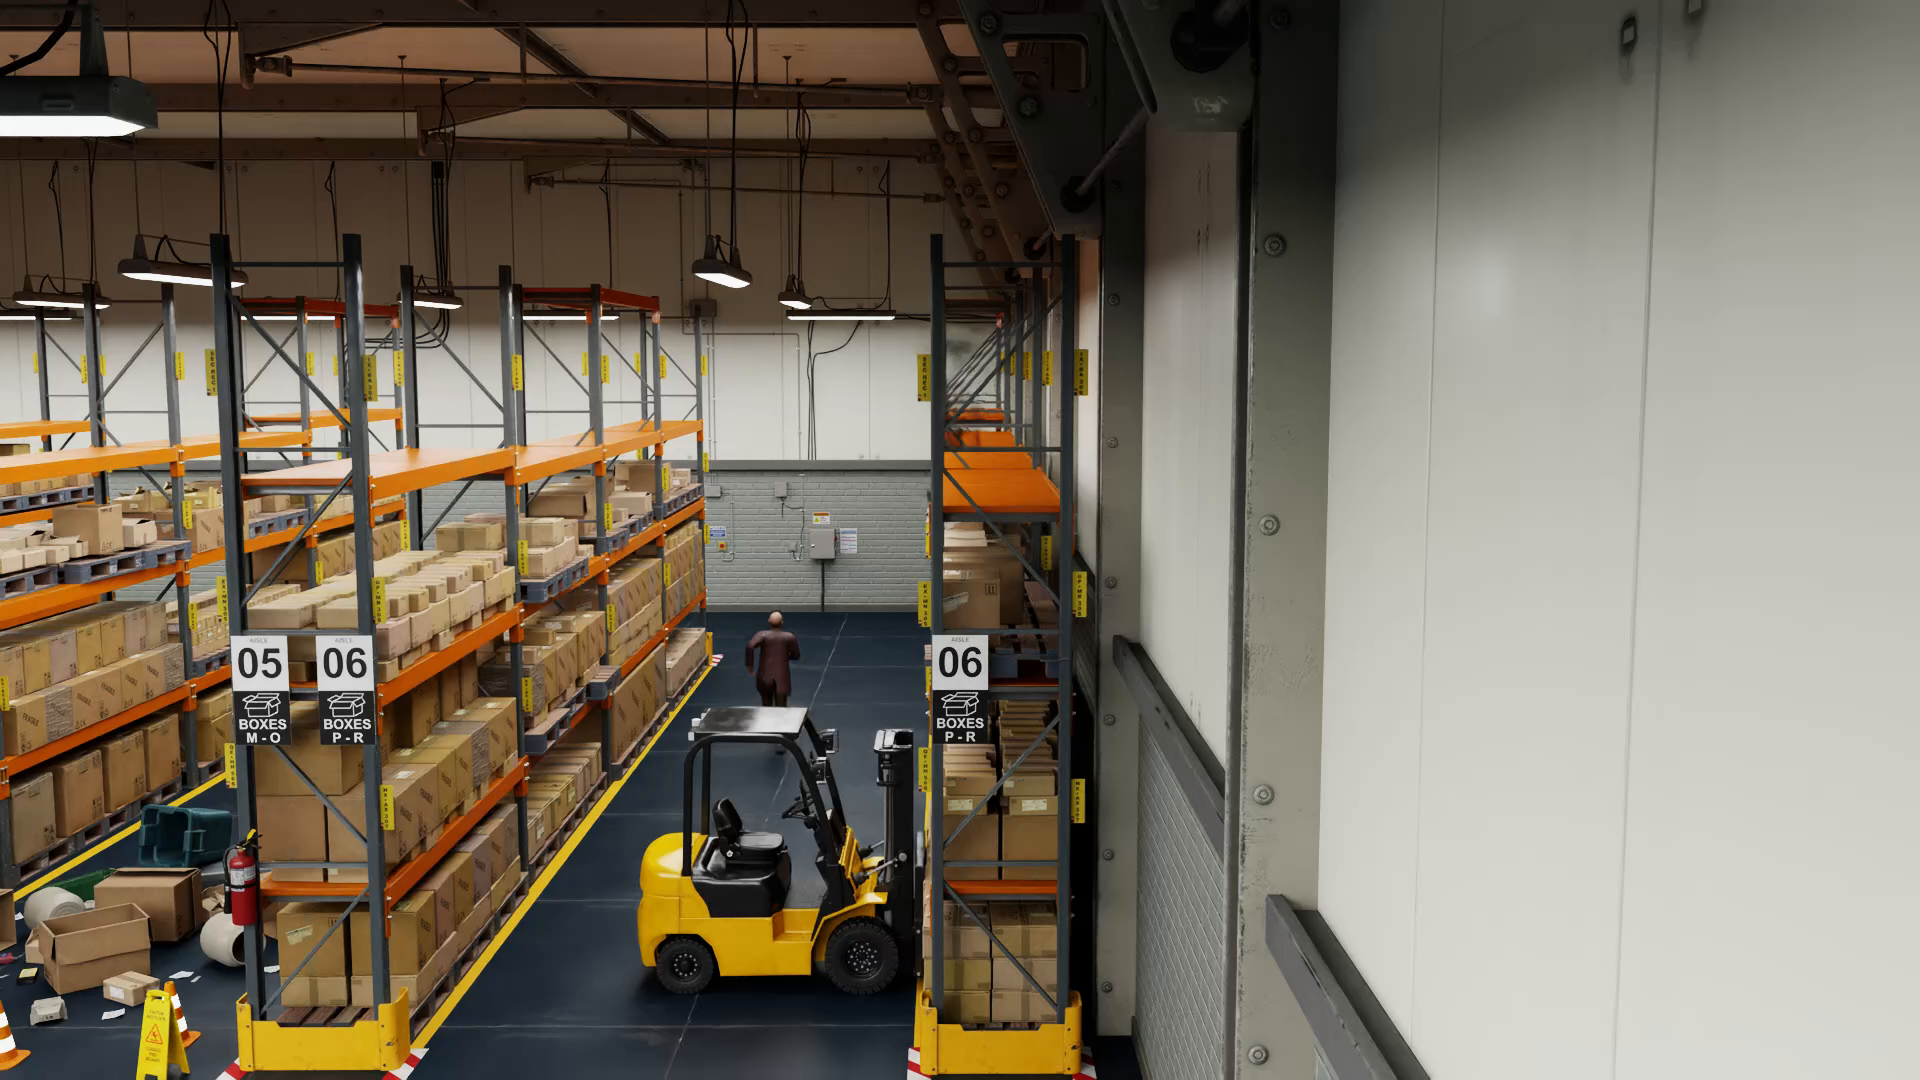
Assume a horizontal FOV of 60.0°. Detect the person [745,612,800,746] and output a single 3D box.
[{"bbox_3d":[-2.481,1.852,22.052,0.725,1.794,0.952,-1,6,-5],"label":"person"}]
